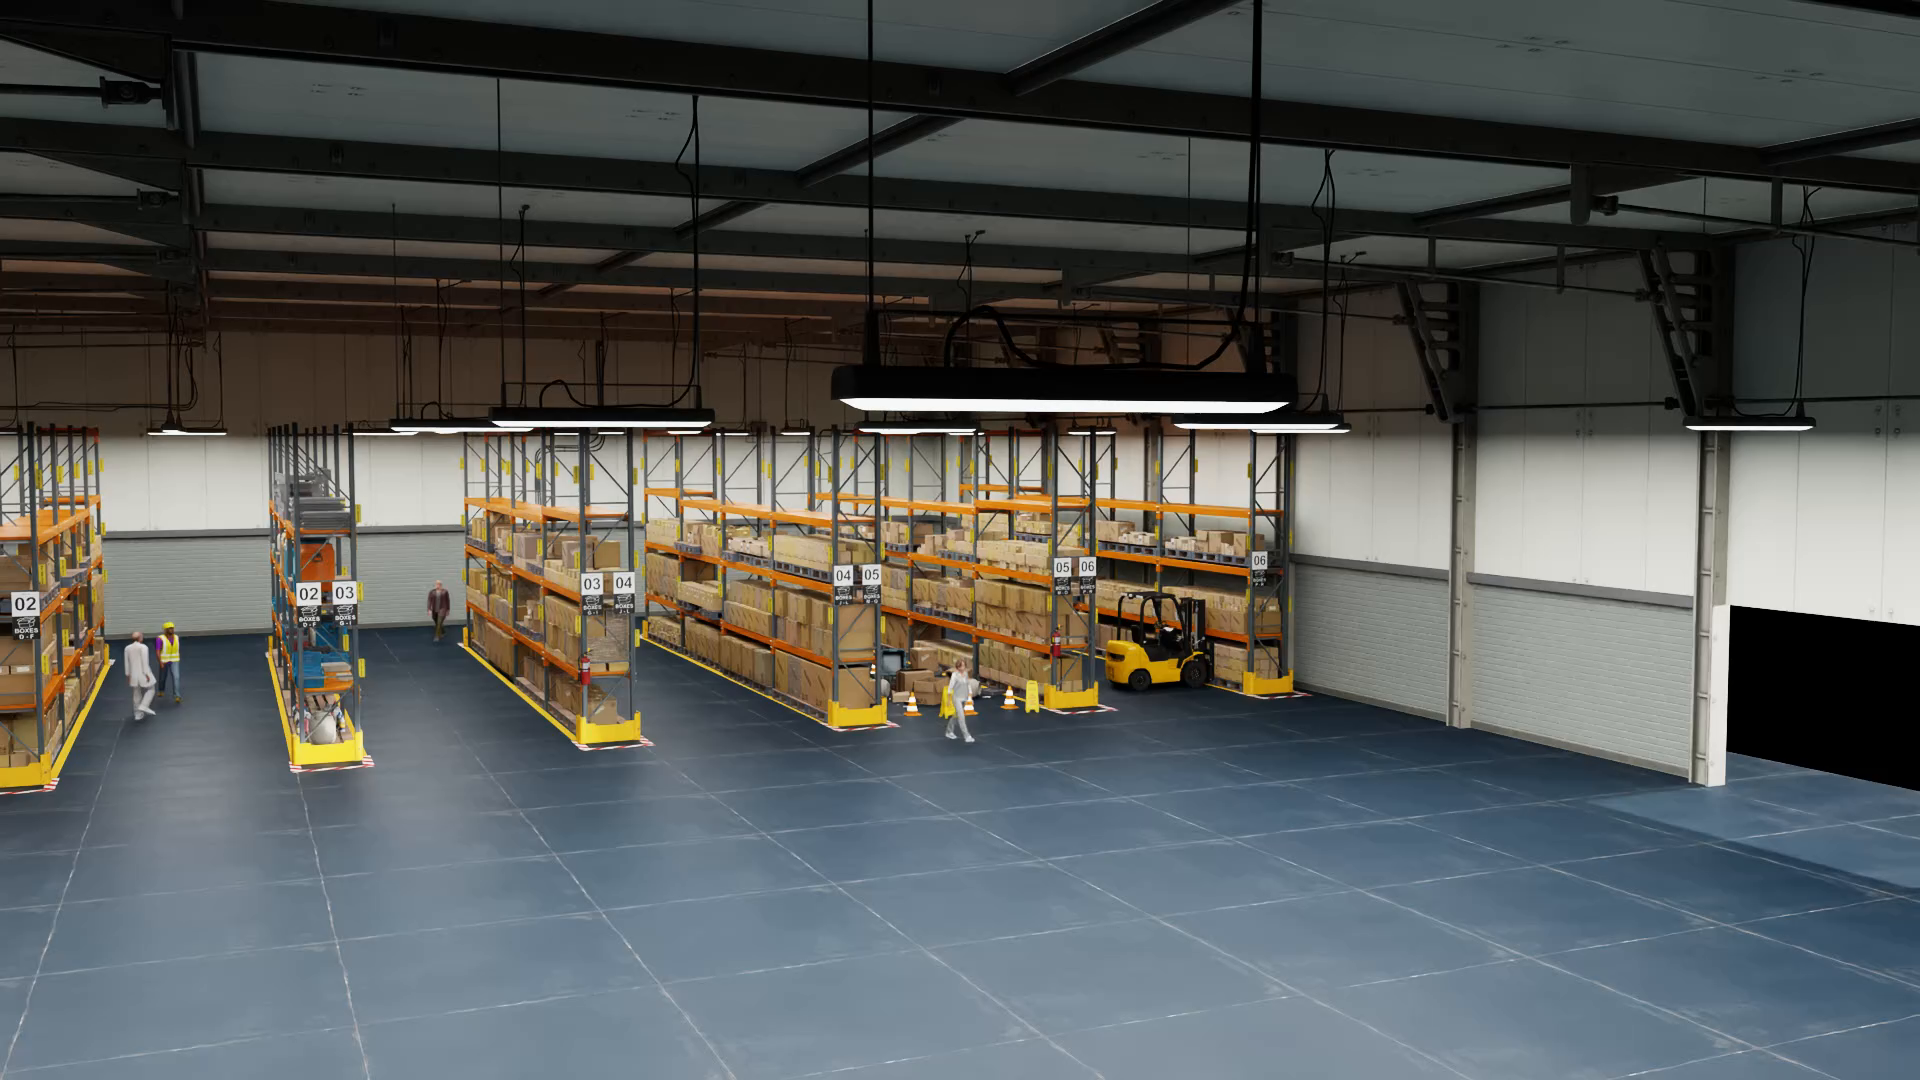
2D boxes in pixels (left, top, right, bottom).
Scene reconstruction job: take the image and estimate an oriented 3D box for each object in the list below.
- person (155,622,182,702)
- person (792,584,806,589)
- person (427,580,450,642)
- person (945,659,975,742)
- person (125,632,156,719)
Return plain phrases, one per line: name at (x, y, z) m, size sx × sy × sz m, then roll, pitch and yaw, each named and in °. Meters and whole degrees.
person at (-17.185, 2.644, 36.078) m, size 0.512 × 1.727 × 1.036 m, roll -2°, pitch 4°, yaw -34°
person at (-4.947, 1.738, 51.428) m, size 0.442 × 1.654 × 0.674 m, roll 2°, pitch 4°, yaw 25°
person at (-14.699, 1.982, 46.875) m, size 0.538 × 1.720 × 1.201 m, roll 0°, pitch 3°, yaw 4°
person at (0.033, 3.014, 31.291) m, size 0.969 × 1.543 × 0.453 m, roll 3°, pitch 5°, yaw 42°
person at (-16.735, 2.808, 33.903) m, size 0.614 × 1.666 × 0.554 m, roll 0°, pitch 4°, yaw -7°
